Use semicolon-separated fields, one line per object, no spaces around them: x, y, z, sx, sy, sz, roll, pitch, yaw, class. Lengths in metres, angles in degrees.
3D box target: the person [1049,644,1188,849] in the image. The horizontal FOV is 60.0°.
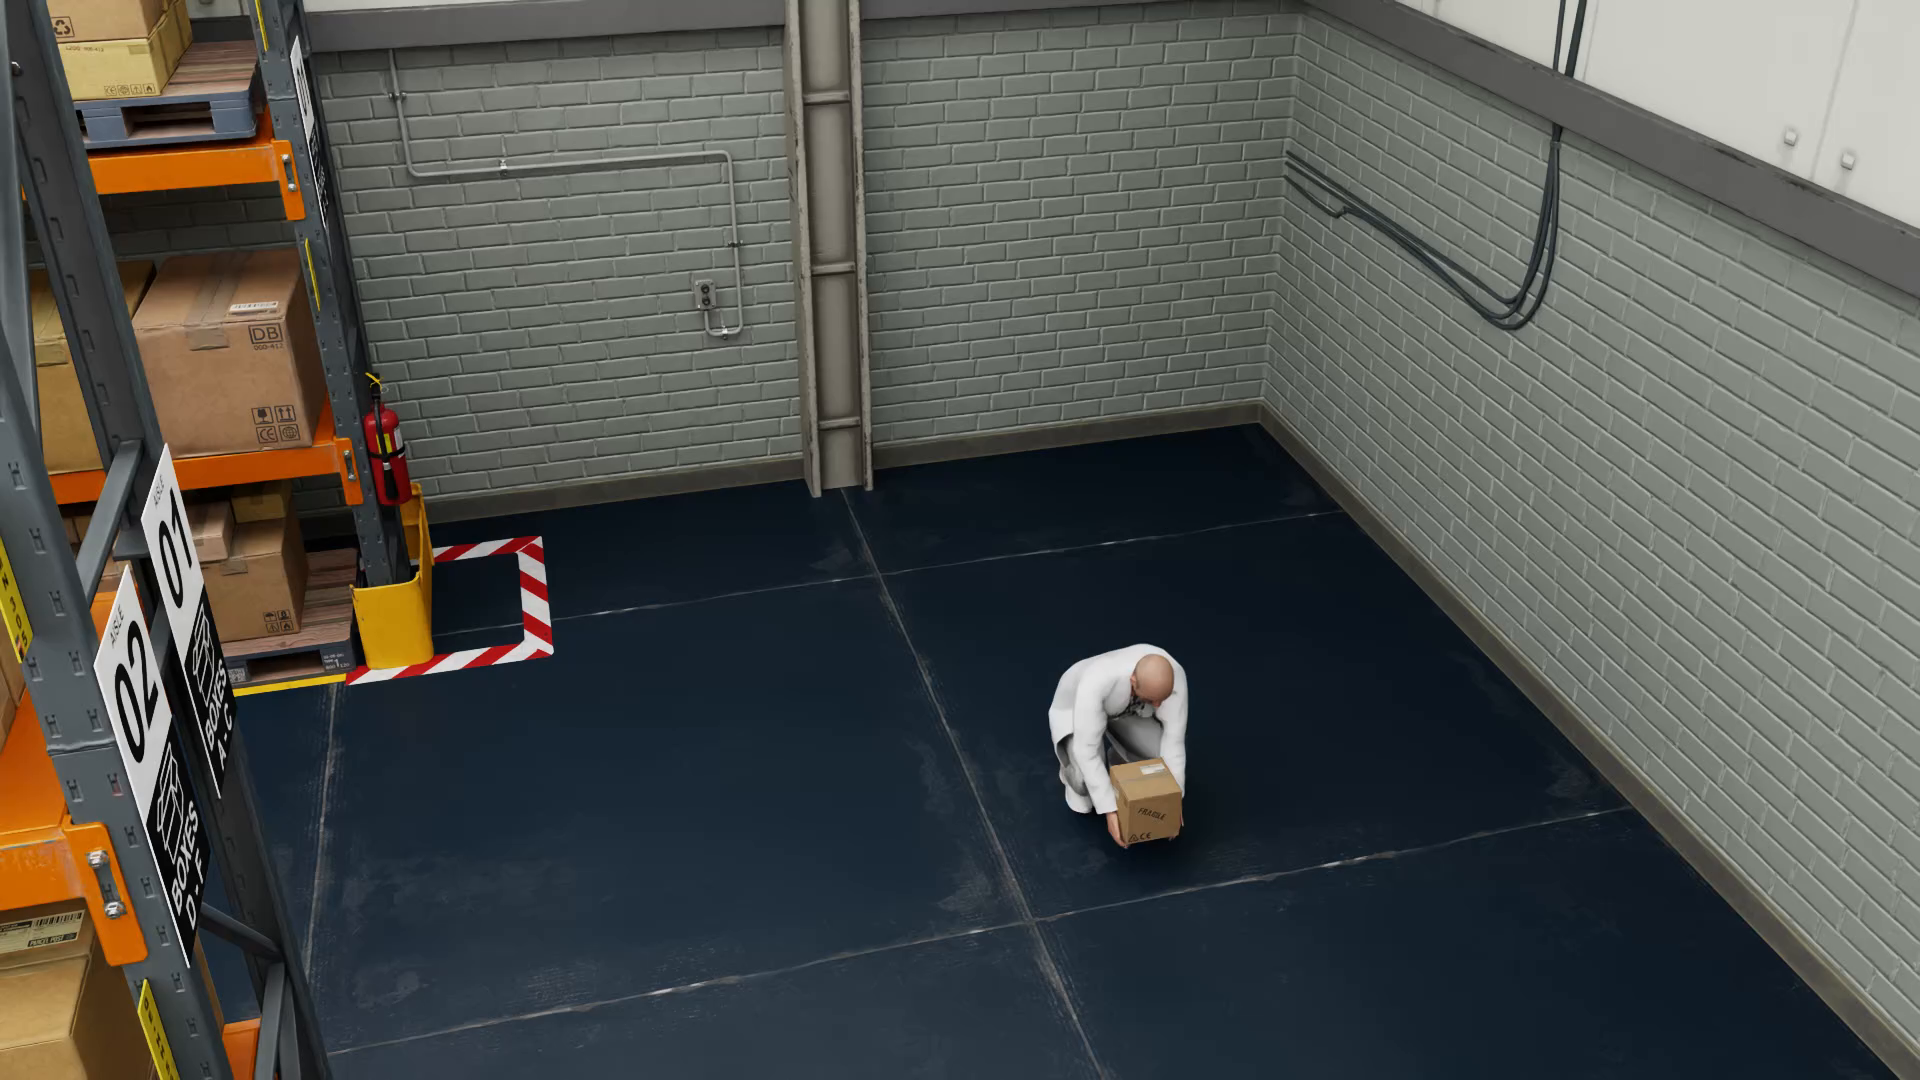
0.733;0.839;7.591;0.592;0.996;0.902;-8;31;-13;person
